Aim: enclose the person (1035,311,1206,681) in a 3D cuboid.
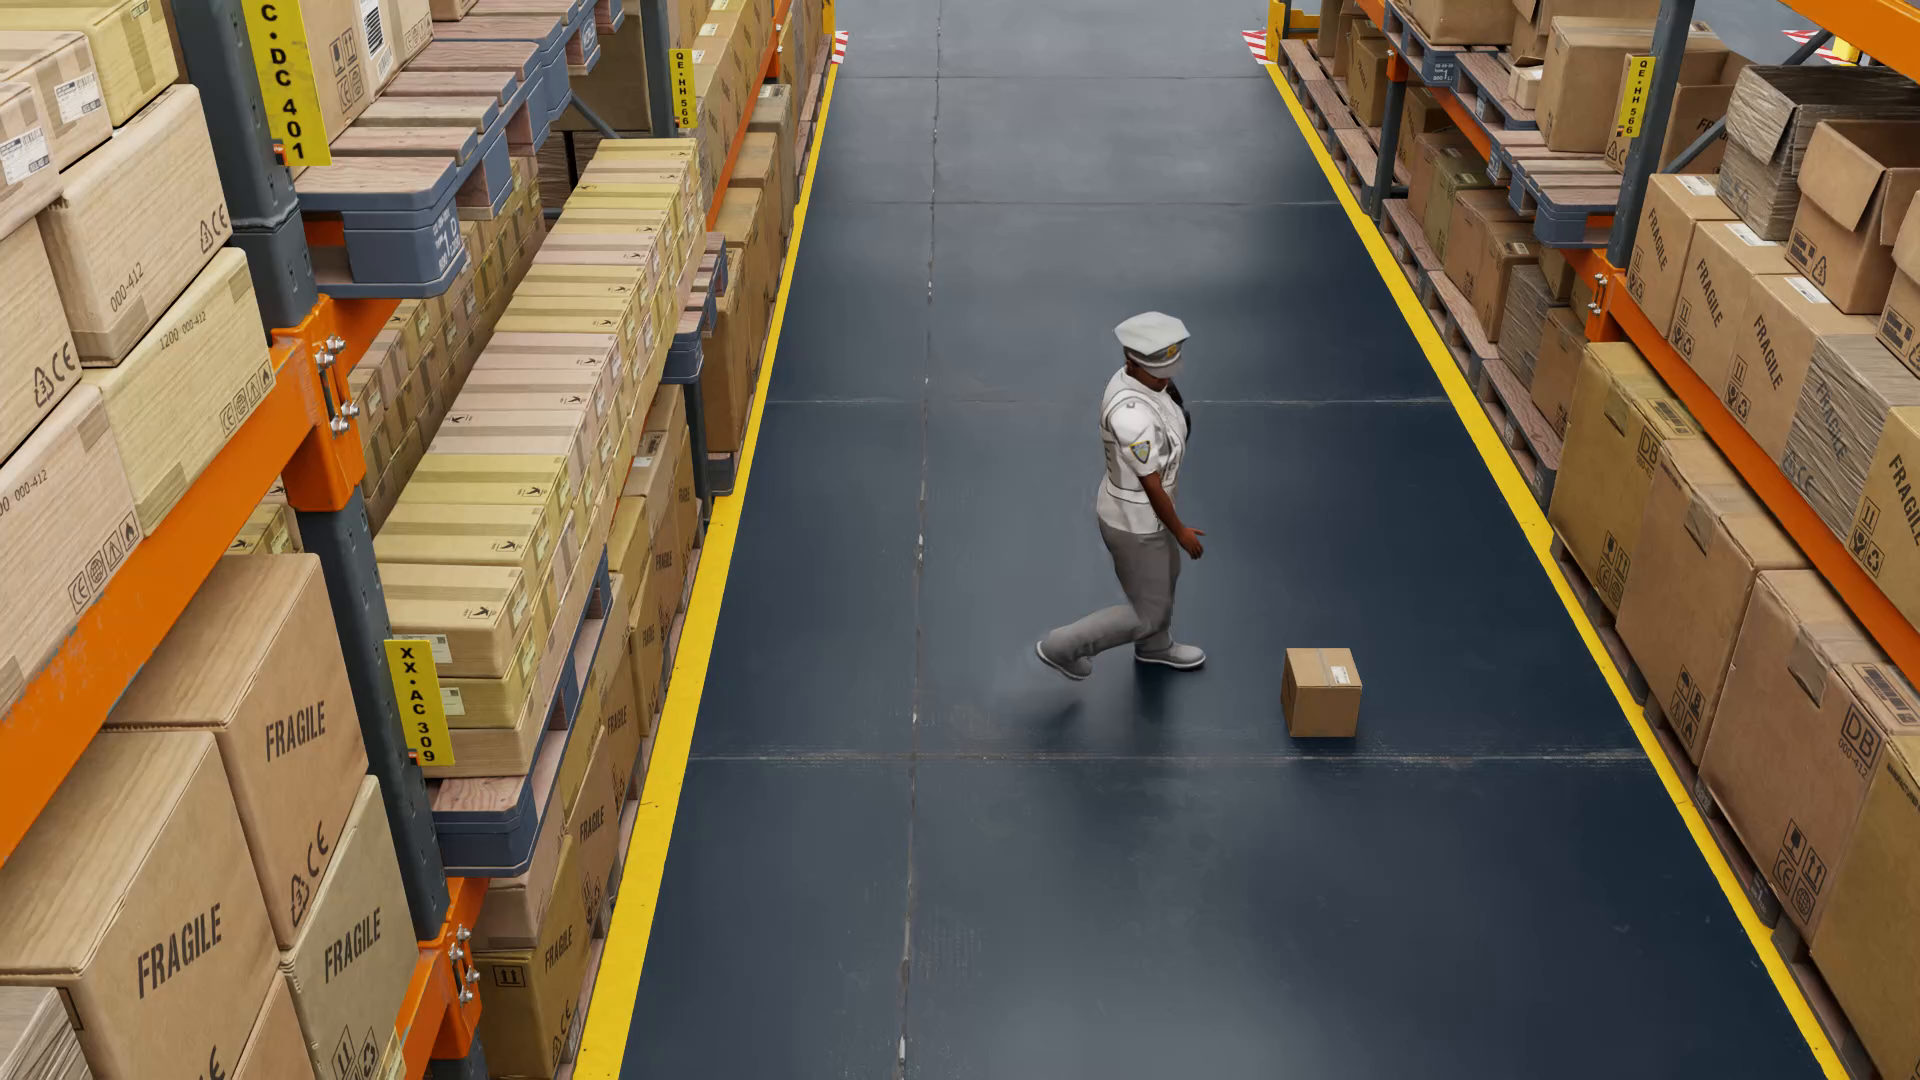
[{"bbox_3d":[0.651,-0.116,6.323,0.662,1.634,0.516,6,32,9],"label":"person"}]
